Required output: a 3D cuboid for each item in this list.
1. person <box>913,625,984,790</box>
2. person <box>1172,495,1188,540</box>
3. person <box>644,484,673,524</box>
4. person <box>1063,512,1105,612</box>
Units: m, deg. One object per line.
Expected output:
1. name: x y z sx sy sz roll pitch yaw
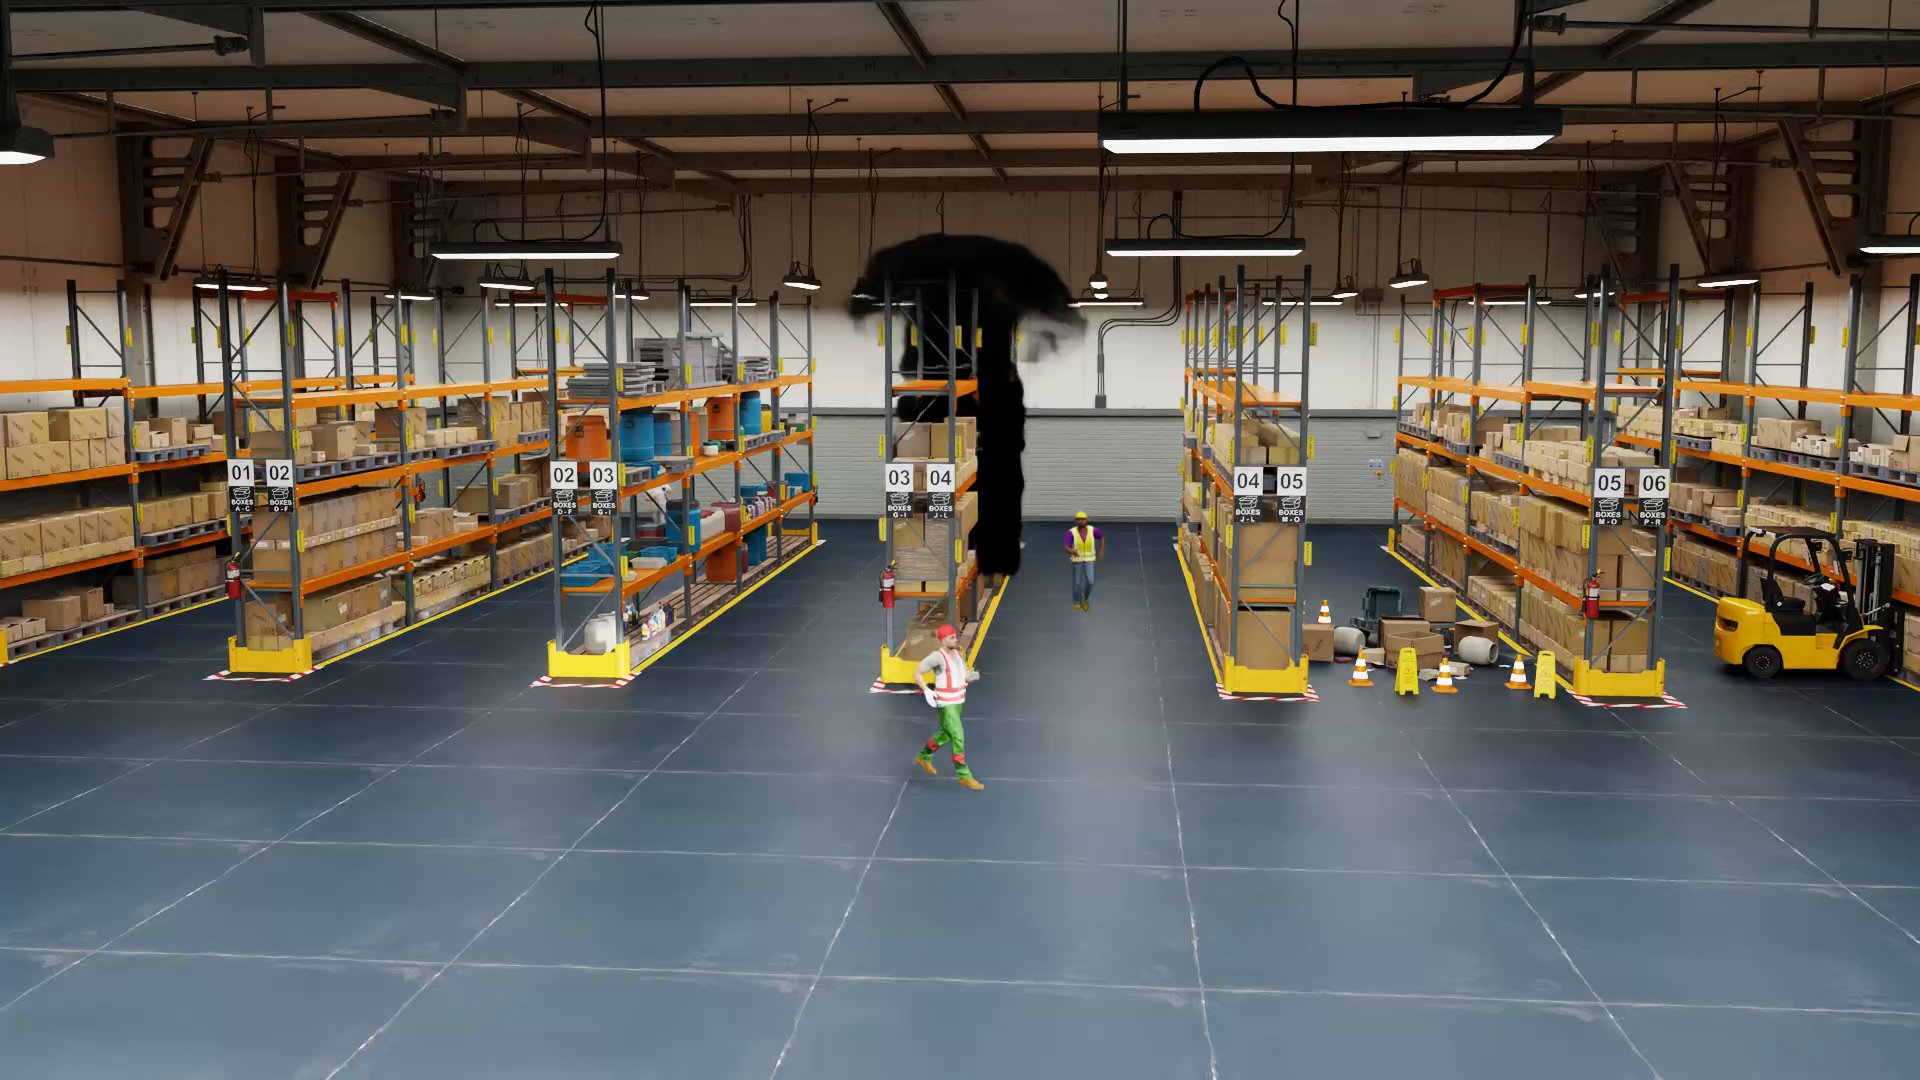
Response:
1. person: -0.126 1.832 18.589 0.982 1.786 0.662 4 8 31
2. person: 5.542 -0.775 40.857 0.773 1.621 0.647 3 8 26
3. person: -7.224 -0.712 39.846 0.634 1.836 0.757 0 7 1
4. person: 2.138 0.377 28.594 0.731 1.745 0.785 0 7 0
